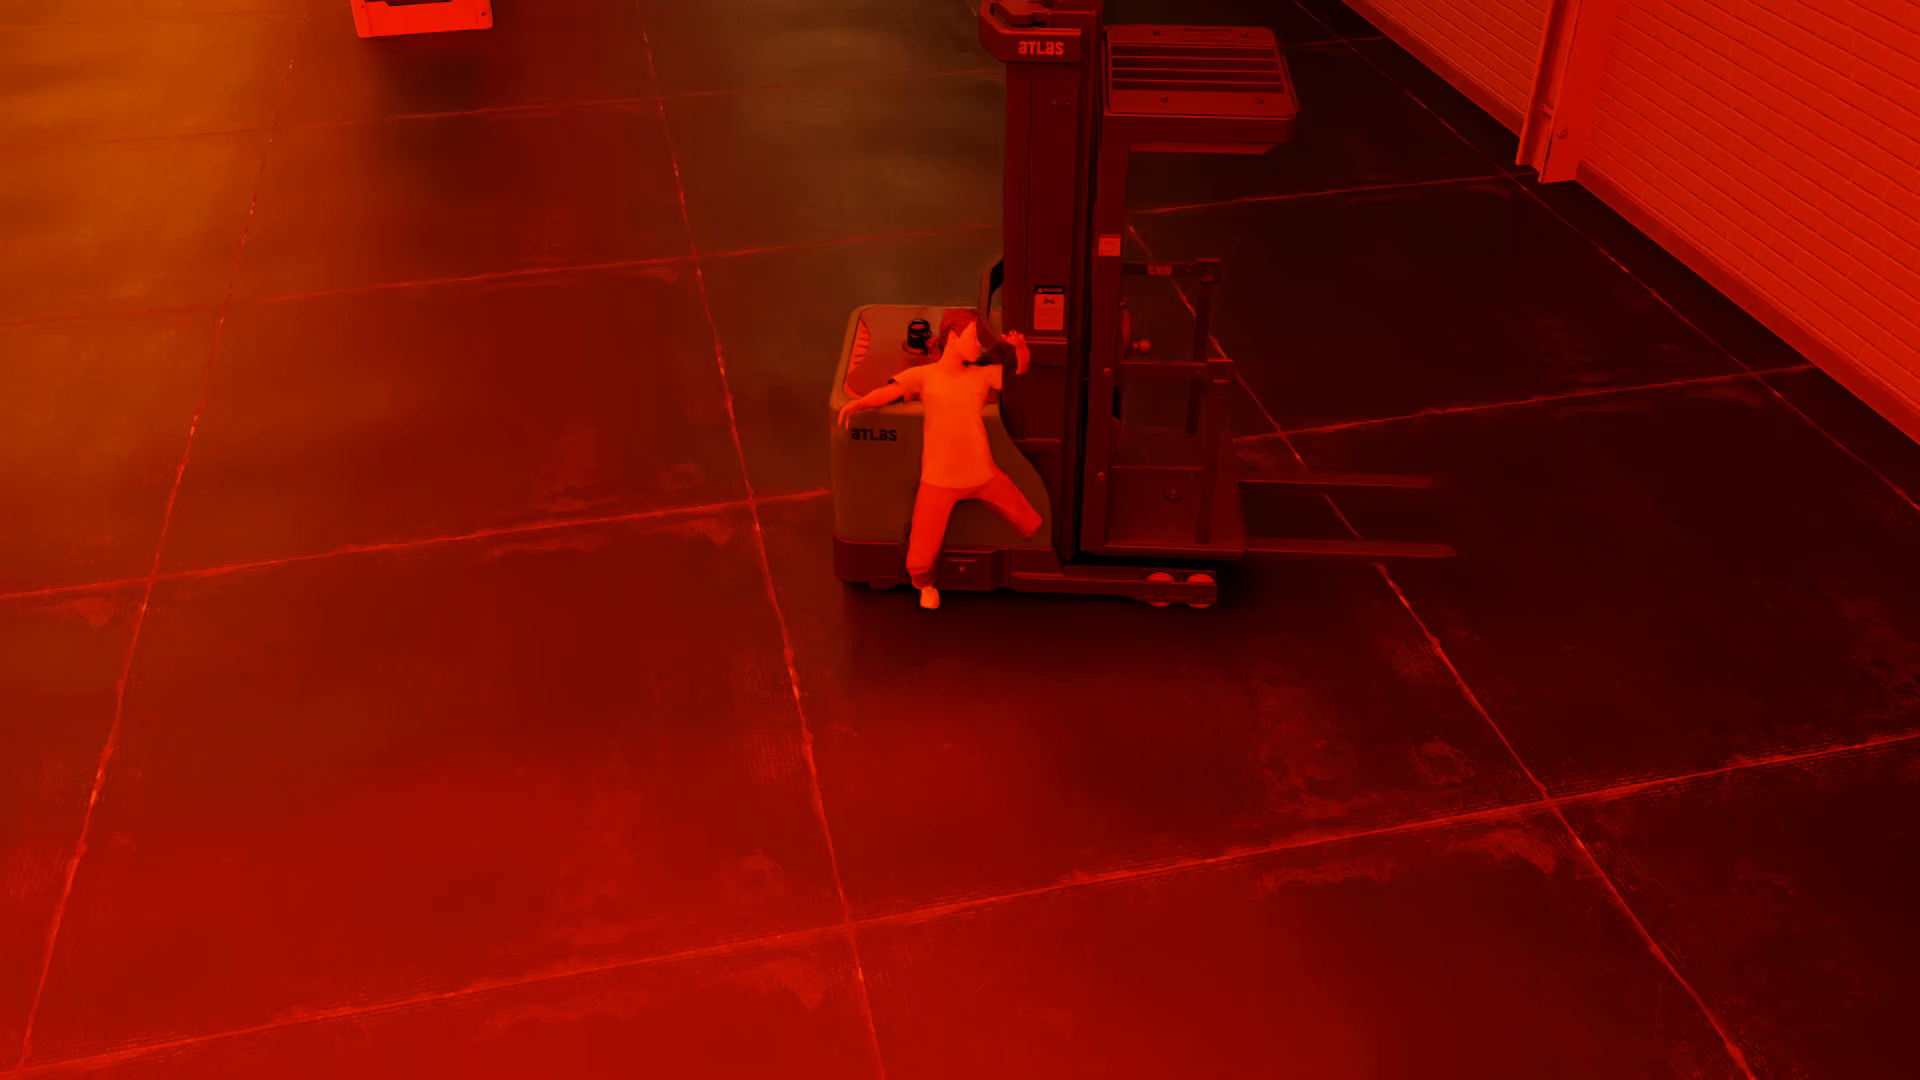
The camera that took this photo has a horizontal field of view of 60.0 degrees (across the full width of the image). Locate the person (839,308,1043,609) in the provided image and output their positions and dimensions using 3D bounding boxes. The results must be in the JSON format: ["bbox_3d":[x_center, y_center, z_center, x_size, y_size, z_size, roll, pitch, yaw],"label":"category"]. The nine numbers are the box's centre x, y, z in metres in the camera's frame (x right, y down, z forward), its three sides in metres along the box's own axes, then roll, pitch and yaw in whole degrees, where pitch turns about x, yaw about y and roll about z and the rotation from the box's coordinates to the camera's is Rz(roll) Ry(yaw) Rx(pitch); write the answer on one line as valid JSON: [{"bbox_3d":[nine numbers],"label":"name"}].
[{"bbox_3d":[-0.143,-0.369,7.750,0.992,1.522,0.642,-15,38,-20],"label":"person"}]

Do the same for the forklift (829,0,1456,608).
[{"bbox_3d":[0.919,-1.181,7.691,3.031,2.935,1.130,2,36,3],"label":"forklift"}]
